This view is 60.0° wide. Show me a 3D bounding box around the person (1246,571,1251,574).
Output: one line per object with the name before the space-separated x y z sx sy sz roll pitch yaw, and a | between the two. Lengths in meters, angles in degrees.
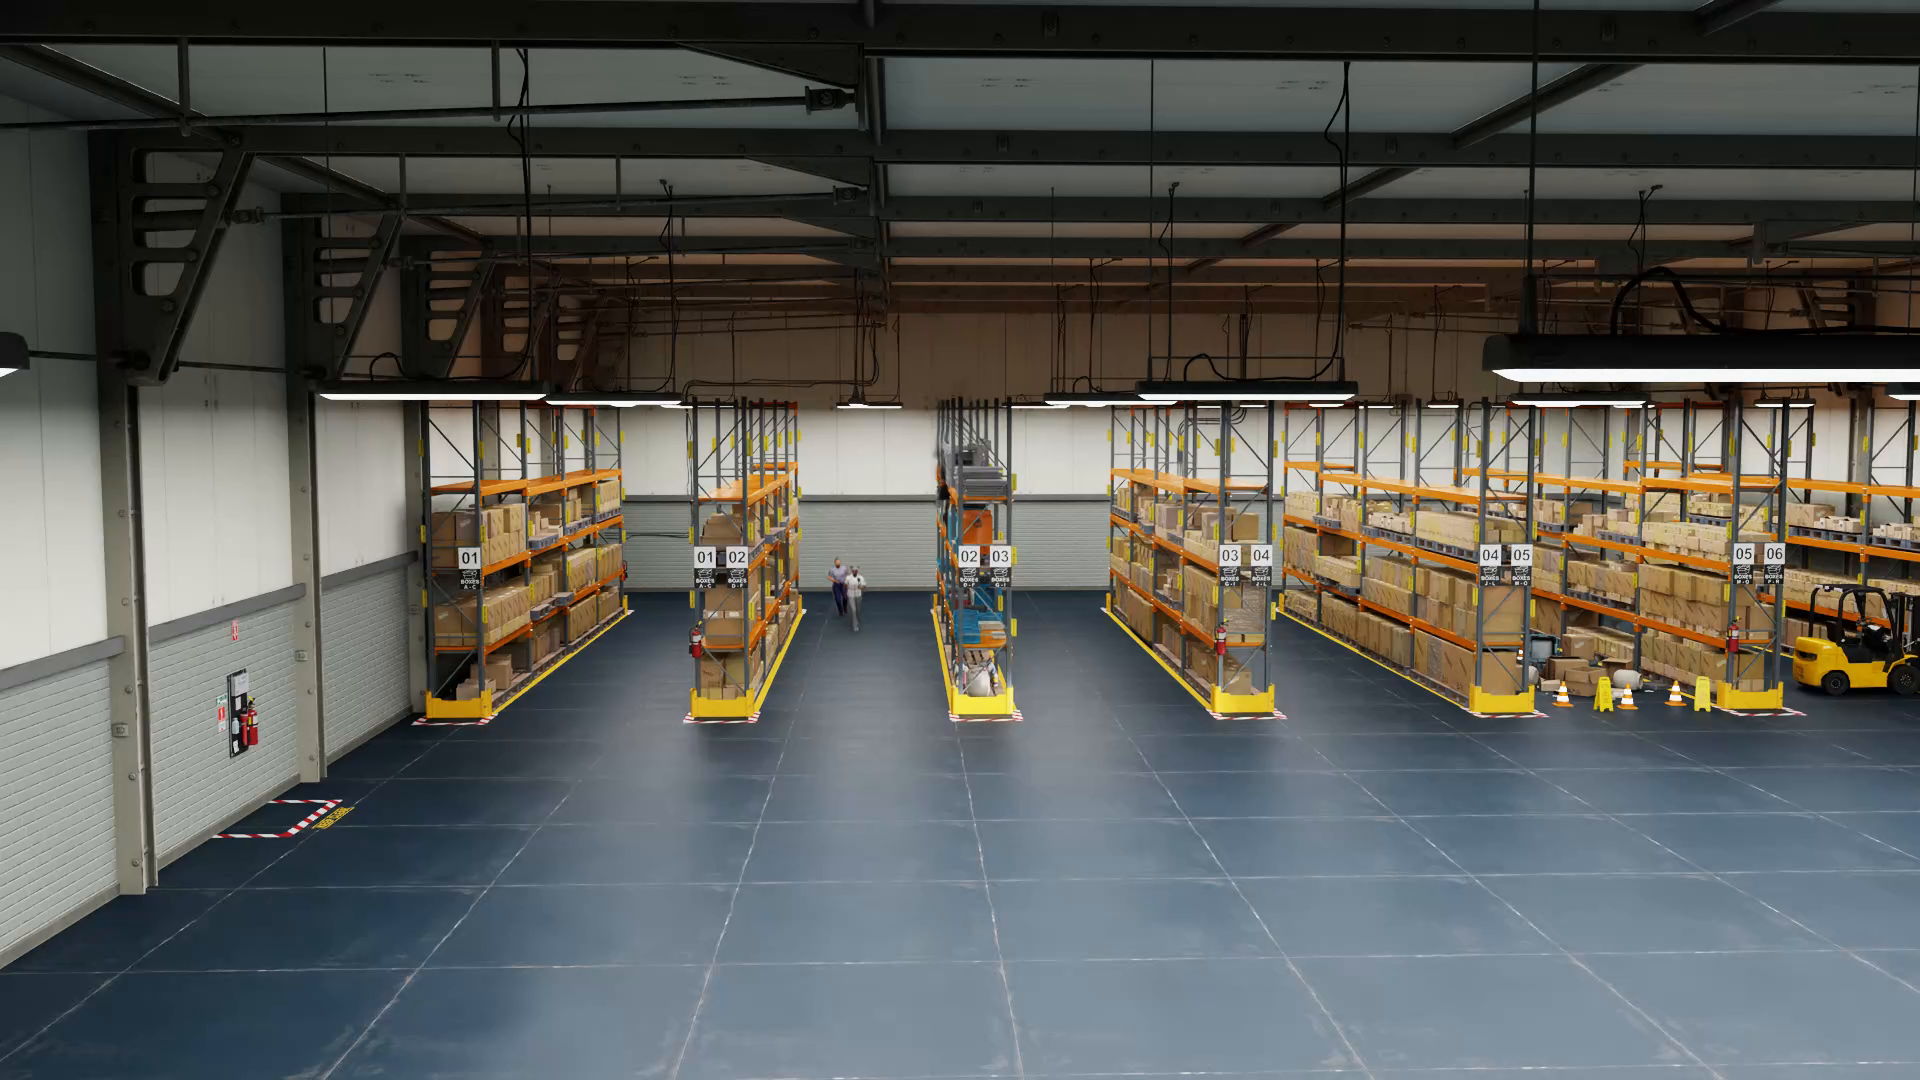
person | 8.099 1.345 45.336 0.679 1.738 0.599 0 4 -2

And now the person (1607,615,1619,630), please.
person | 17.090 1.497 43.470 0.654 1.744 0.532 -1 4 -10

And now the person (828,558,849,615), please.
person | -3.391 1.315 46.668 0.638 1.604 0.526 -1 5 -13

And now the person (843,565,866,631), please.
person | -2.749 1.489 43.556 0.574 1.683 0.920 -1 4 -10
